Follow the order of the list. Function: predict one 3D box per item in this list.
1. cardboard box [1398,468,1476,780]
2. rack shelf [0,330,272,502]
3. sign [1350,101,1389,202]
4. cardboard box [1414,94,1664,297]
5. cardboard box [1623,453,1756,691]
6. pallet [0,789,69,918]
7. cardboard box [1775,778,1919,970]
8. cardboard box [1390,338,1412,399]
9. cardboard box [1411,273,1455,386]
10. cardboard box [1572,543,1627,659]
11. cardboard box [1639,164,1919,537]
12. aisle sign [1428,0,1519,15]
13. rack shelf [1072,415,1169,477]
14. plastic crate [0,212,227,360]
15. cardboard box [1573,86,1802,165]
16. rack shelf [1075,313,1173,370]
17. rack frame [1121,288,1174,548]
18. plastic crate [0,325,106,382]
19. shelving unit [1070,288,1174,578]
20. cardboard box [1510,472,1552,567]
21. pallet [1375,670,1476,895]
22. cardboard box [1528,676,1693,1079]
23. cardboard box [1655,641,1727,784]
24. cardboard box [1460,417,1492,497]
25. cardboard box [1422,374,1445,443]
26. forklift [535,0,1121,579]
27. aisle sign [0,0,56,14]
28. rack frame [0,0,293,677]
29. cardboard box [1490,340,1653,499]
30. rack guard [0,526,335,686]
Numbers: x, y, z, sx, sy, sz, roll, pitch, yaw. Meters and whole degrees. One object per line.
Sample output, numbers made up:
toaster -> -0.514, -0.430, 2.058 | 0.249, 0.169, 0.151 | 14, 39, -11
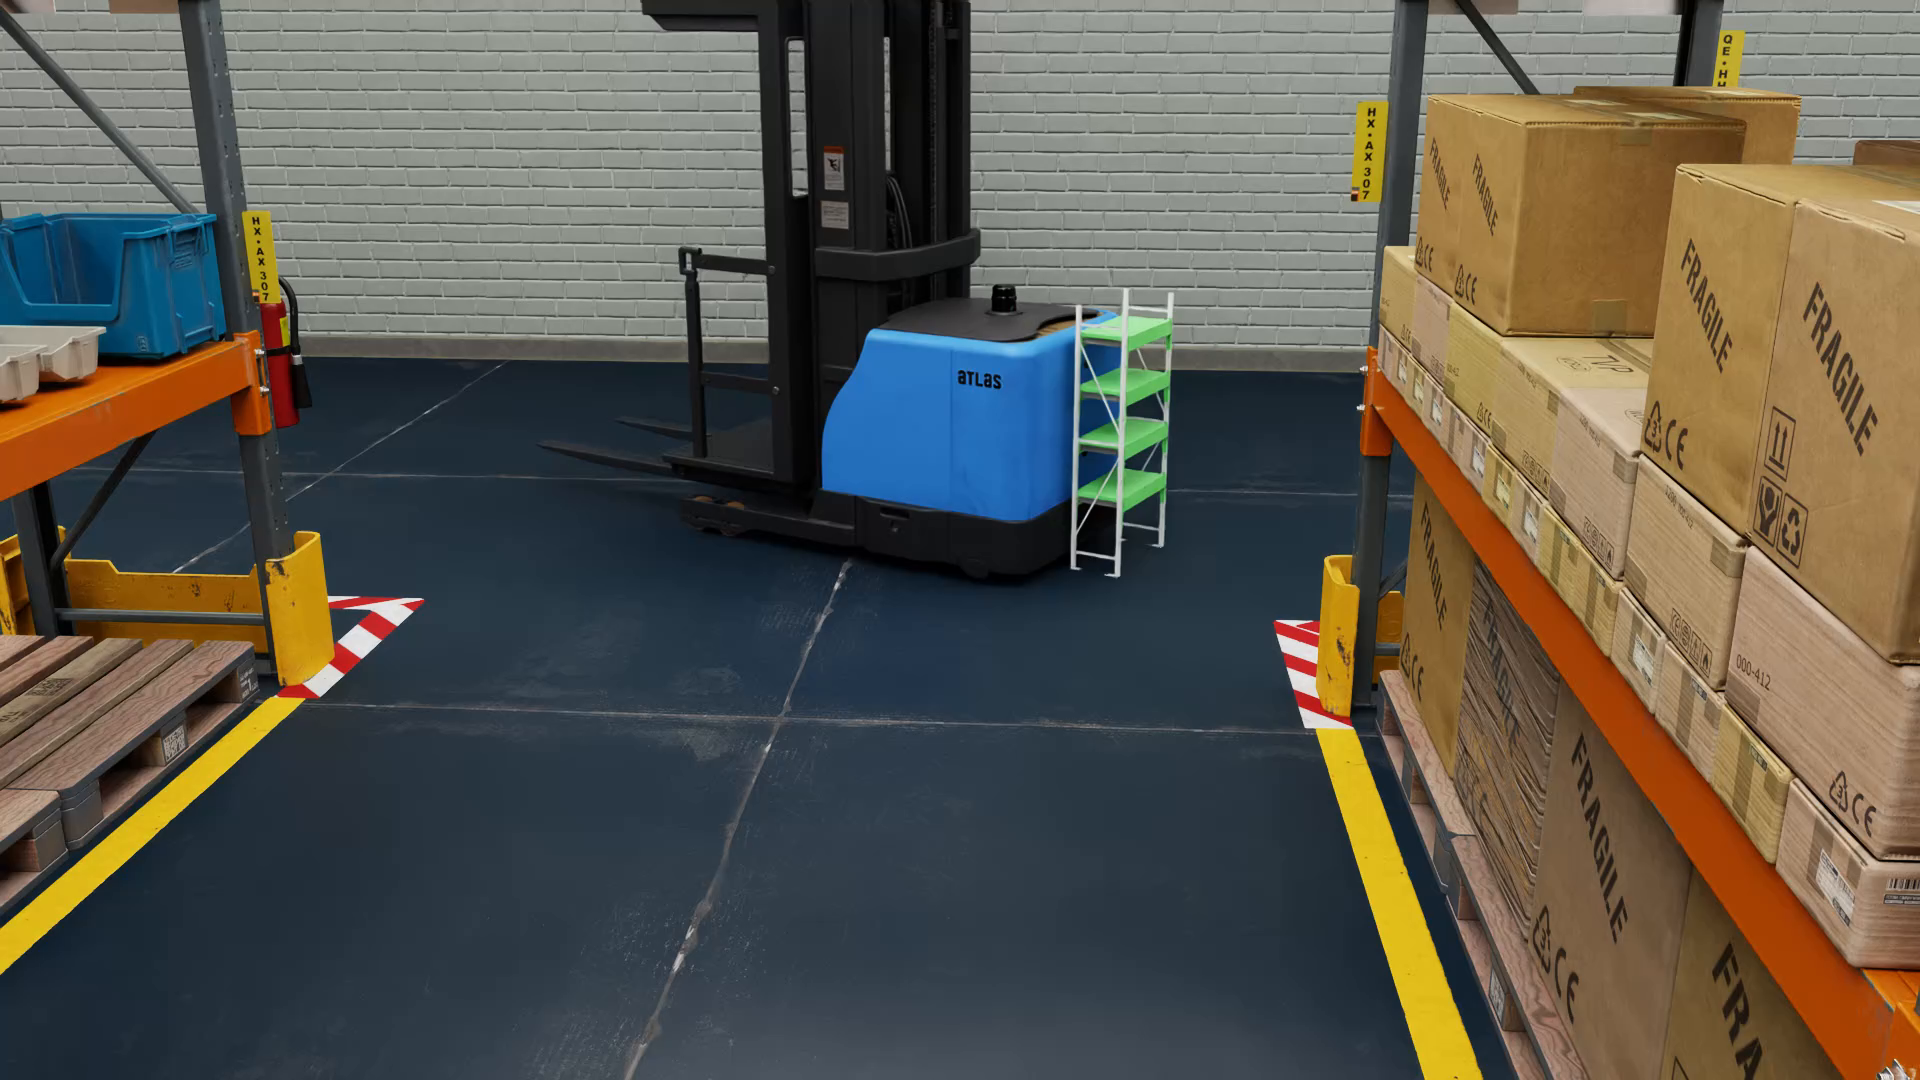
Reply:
cardboard box -> 1.944, 0.188, 5.269 | 0.875, 0.875, 0.875 | 1, 18, 4
rack shelf -> -3.173, 0.030, 4.170 | 1.077, 0.370, 4.000 | 1, 18, 4
sign -> 1.357, -1.286, 5.512 | 0.100, 0.325, 0.005 | 1, 18, 4
cardboard box -> 1.571, -0.951, 4.566 | 0.500, 0.500, 0.500 | 1, 18, 3
cardboard box -> 1.428, 0.046, 2.729 | 0.500, 0.250, 0.500 | 2, 18, 6
pallet -> -3.218, 1.025, 4.455 | 1.003, 0.211, 1.213 | 1, 18, 4
cardboard box -> 1.319, 0.437, 2.175 | 0.380, 0.149, 0.250 | 1, 18, 4
cardboard box -> 1.539, -0.520, 5.098 | 0.380, 0.149, 0.250 | 1, 18, 3
cardboard box -> 1.576, -0.588, 4.663 | 0.500, 0.250, 0.500 | 1, 18, 3
cardboard box -> 1.392, 0.118, 3.150 | 0.380, 0.149, 0.250 | 2, 18, 5
cardboard box -> 1.430, -0.311, 2.613 | 0.500, 0.500, 0.500 | 1, 18, 4
aisle sign -> 1.616, -2.087, 5.300 | 0.394, 0.787, 0.004 | 1, 18, 4
rack shelf -> 0.729, -0.427, 7.506 | 0.258, 0.148, 0.480 | 10, 21, 28
plastic crate -> -2.868, -0.870, 5.608 | 0.616, 0.435, 0.499 | 1, 18, 4
cardboard box -> 2.137, -1.092, 4.996 | 0.500, 0.500, 0.500 | 2, 18, 5
rack shelf -> 0.729, -0.884, 7.356 | 0.258, 0.148, 0.480 | 10, 21, 28
rack frame -> 0.850, -0.554, 7.687 | 0.240, 1.200, 0.015 | 10, 21, 28
plastic crate -> -2.908, -0.579, 5.200 | 0.396, 0.136, 0.243 | 1, 18, 4
shelving unit -> 0.729, -0.488, 7.486 | 0.258, 1.200, 0.503 | 10, 21, 28
cardboard box -> 1.430, -0.041, 3.634 | 0.380, 0.149, 0.250 | 2, 18, 5
pallet -> 1.931, 0.753, 5.287 | 1.003, 0.211, 1.213 | 1, 18, 4
cardboard box -> 1.815, 0.747, 3.563 | 0.875, 0.875, 0.875 | 1, 18, 4
cardboard box -> 1.355, 0.278, 2.662 | 0.380, 0.149, 0.250 | 1, 18, 3
cardboard box -> 1.466, -0.201, 4.122 | 0.380, 0.149, 0.250 | 1, 18, 3
cardboard box -> 1.503, -0.360, 4.608 | 0.380, 0.149, 0.250 | 1, 18, 3
forklift -> -0.765, -1.539, 7.912 | 3.031, 2.935, 1.130 | 10, 21, 29
aisle sign -> -3.321, -2.197, 5.637 | 0.394, 0.787, 0.004 | 1, 18, 4
rack frame -> -3.030, -0.933, 5.953 | 1.000, 3.000, 0.127 | 1, 18, 4
cardboard box -> 1.504, -0.270, 3.692 | 0.500, 0.250, 0.500 | 1, 18, 3
rack guard -> -3.041, 0.247, 6.366 | 1.175, 0.500, 0.348 | 1, 18, 4
